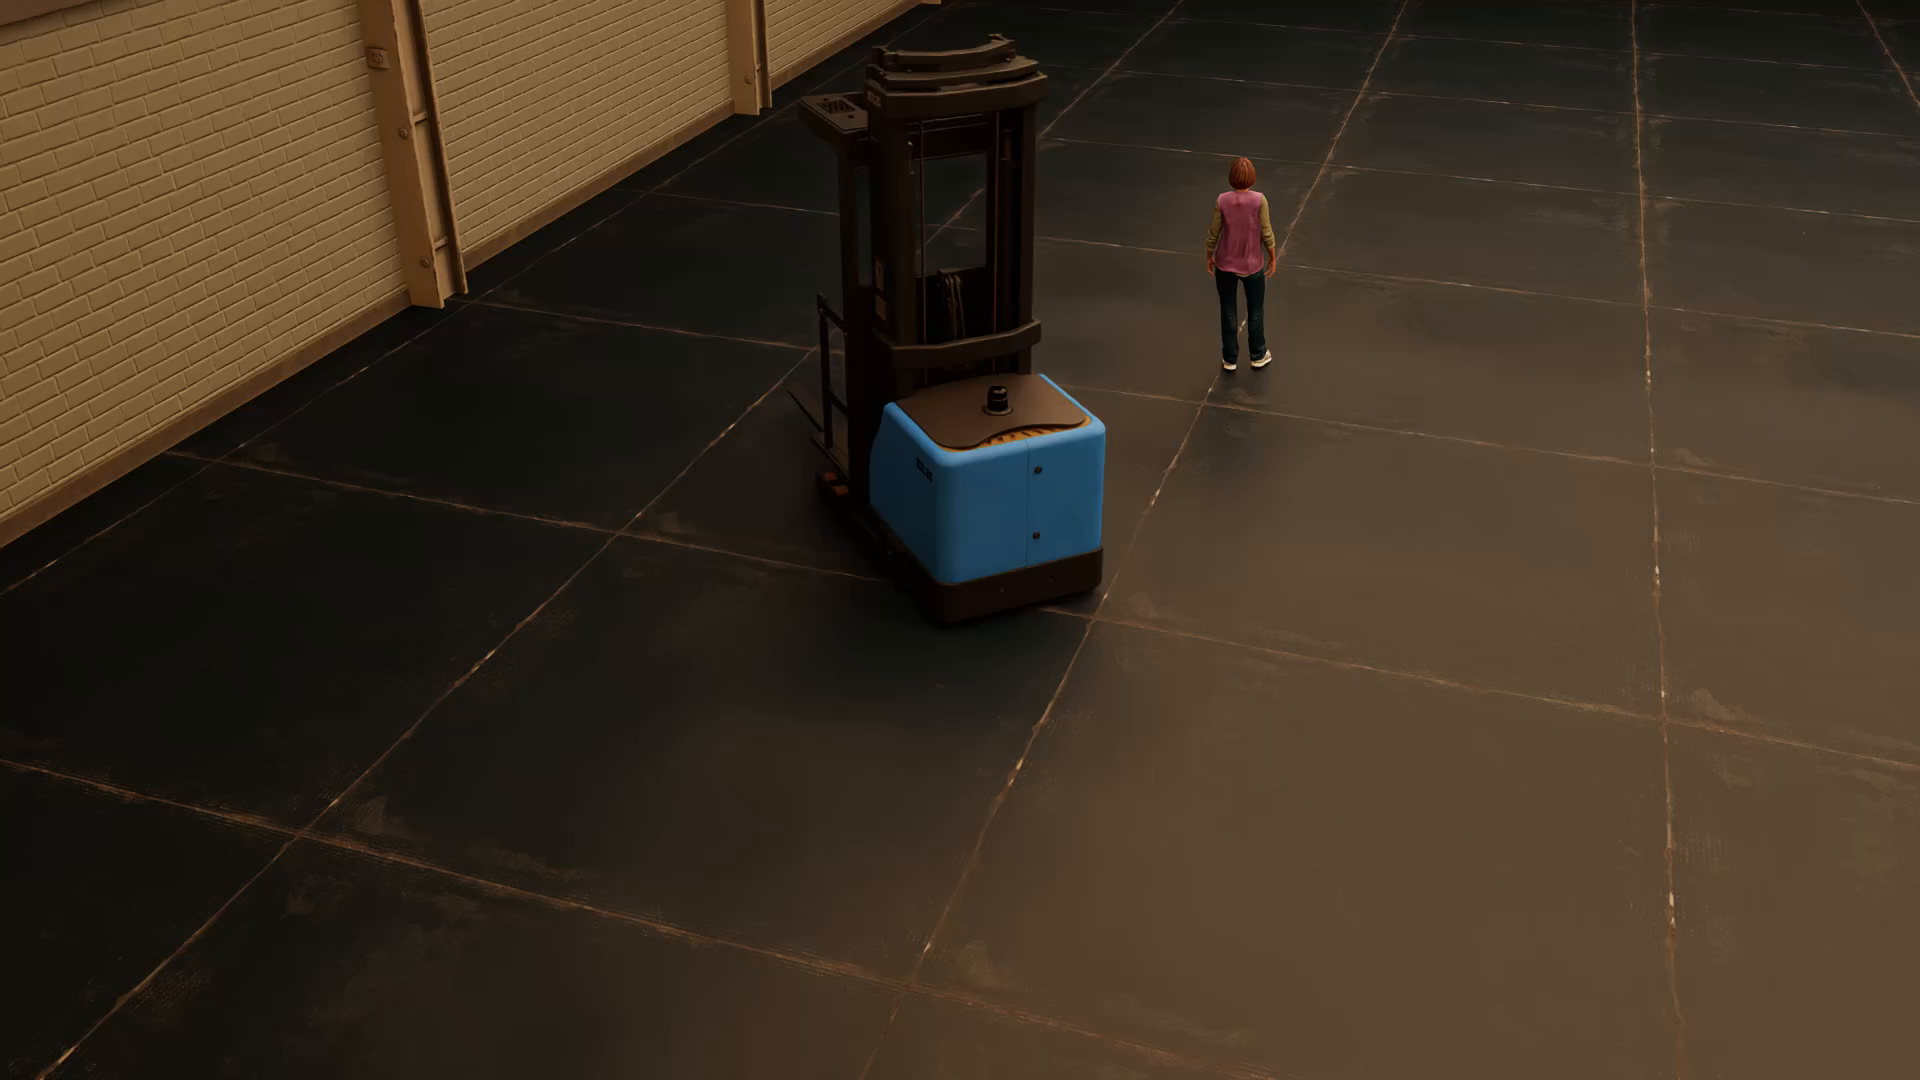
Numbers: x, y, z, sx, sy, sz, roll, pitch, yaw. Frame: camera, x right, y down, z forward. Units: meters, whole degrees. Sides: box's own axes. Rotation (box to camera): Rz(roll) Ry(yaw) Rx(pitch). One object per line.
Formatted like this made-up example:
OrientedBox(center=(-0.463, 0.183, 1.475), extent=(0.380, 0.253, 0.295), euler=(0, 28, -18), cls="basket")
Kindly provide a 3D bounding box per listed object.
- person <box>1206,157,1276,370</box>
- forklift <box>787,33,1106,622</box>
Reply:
OrientedBox(center=(2.031, -1.995, 11.968), extent=(0.519, 1.598, 0.474), euler=(8, 31, 14), cls="person")
OrientedBox(center=(-0.259, -1.531, 9.822), extent=(1.130, 2.935, 3.031), euler=(-13, 32, -21), cls="forklift")
